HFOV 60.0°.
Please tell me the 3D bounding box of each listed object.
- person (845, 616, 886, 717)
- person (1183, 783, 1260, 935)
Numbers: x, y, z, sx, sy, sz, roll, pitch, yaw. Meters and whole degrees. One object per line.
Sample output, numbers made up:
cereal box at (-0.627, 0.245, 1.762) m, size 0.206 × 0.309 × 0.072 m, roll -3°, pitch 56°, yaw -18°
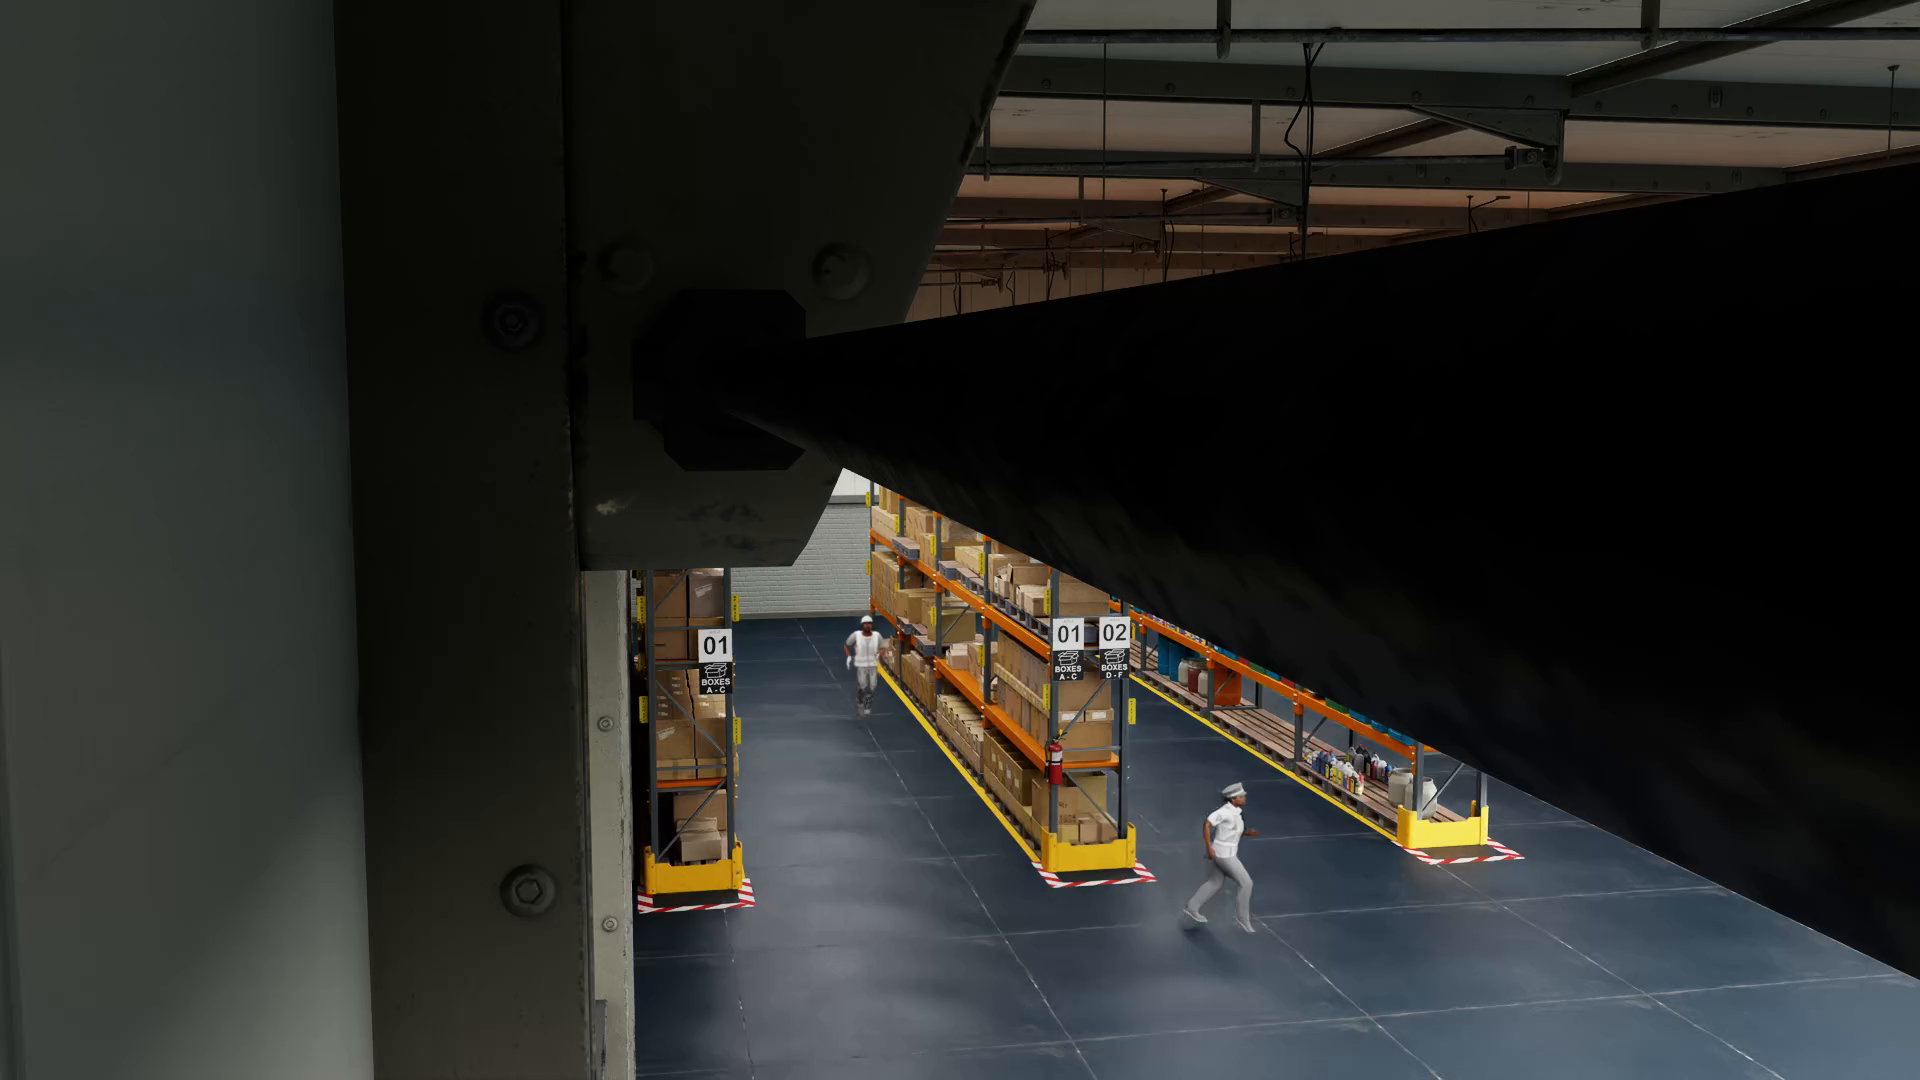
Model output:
person at (-1.600, 2.190, 28.632) m, size 0.681 × 1.766 × 0.624 m, roll -2°, pitch 6°, yaw -16°
person at (2.924, 3.560, 18.648) m, size 0.846 × 1.735 × 0.599 m, roll 2°, pitch 6°, yaw 16°
